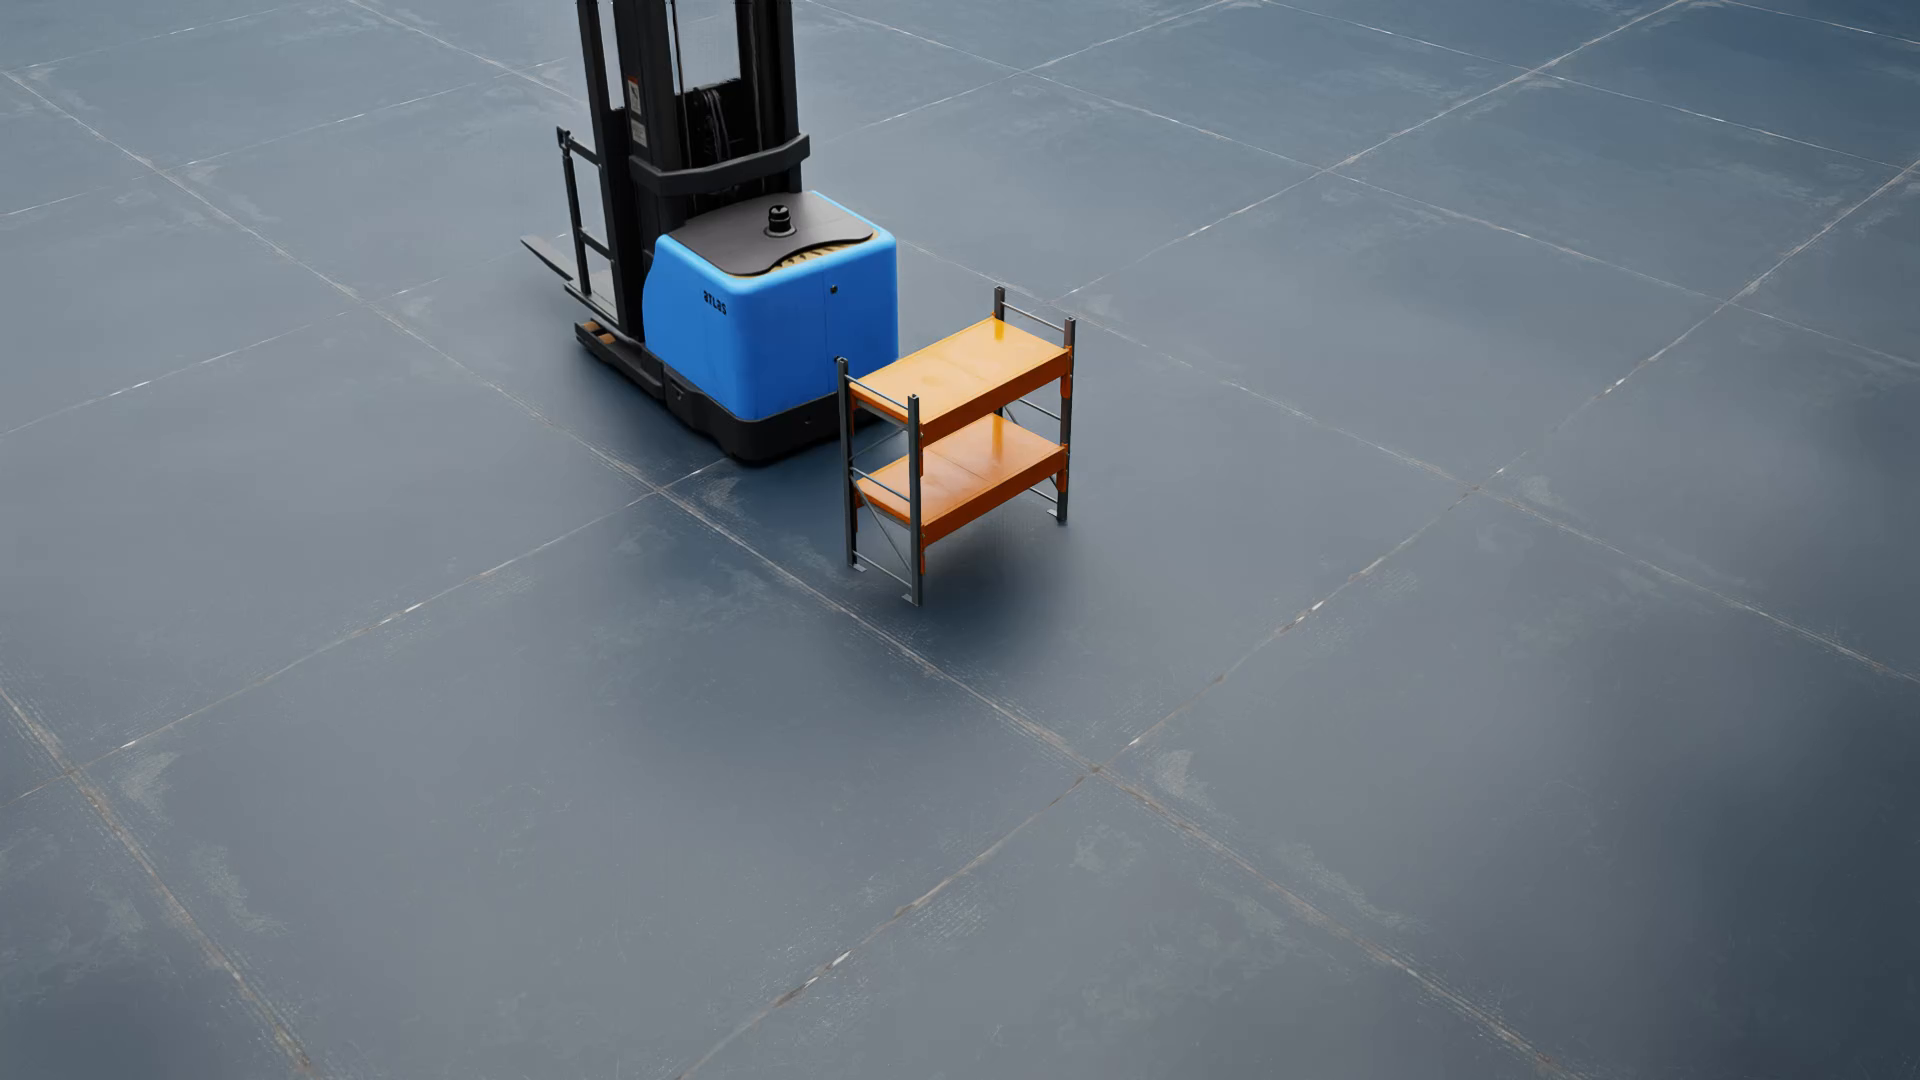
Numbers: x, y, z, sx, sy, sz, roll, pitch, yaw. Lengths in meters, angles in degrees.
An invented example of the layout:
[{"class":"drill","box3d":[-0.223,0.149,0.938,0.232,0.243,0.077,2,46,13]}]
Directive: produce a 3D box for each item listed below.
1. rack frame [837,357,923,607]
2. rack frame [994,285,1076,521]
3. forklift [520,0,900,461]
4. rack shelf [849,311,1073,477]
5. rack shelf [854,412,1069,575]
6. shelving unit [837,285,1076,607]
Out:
[{"class":"rack frame","box3d":[-0.363,-0.252,7.628,0.500,1.125,0.032,30,45,35]},{"class":"rack frame","box3d":[0.353,-0.665,8.220,0.500,1.125,0.032,30,45,35]},{"class":"forklift","box3d":[-1.622,-2.399,9.128,1.130,2.935,3.031,-24,42,-30]},{"class":"rack shelf","box3d":[-0.005,-0.699,7.757,0.538,0.278,1.000,30,45,35]},{"class":"rack shelf","box3d":[-0.005,-0.258,8.064,0.538,0.278,1.000,30,45,35]},{"class":"shelving unit","box3d":[-0.005,-0.459,7.924,0.538,1.125,1.048,30,45,35]}]
